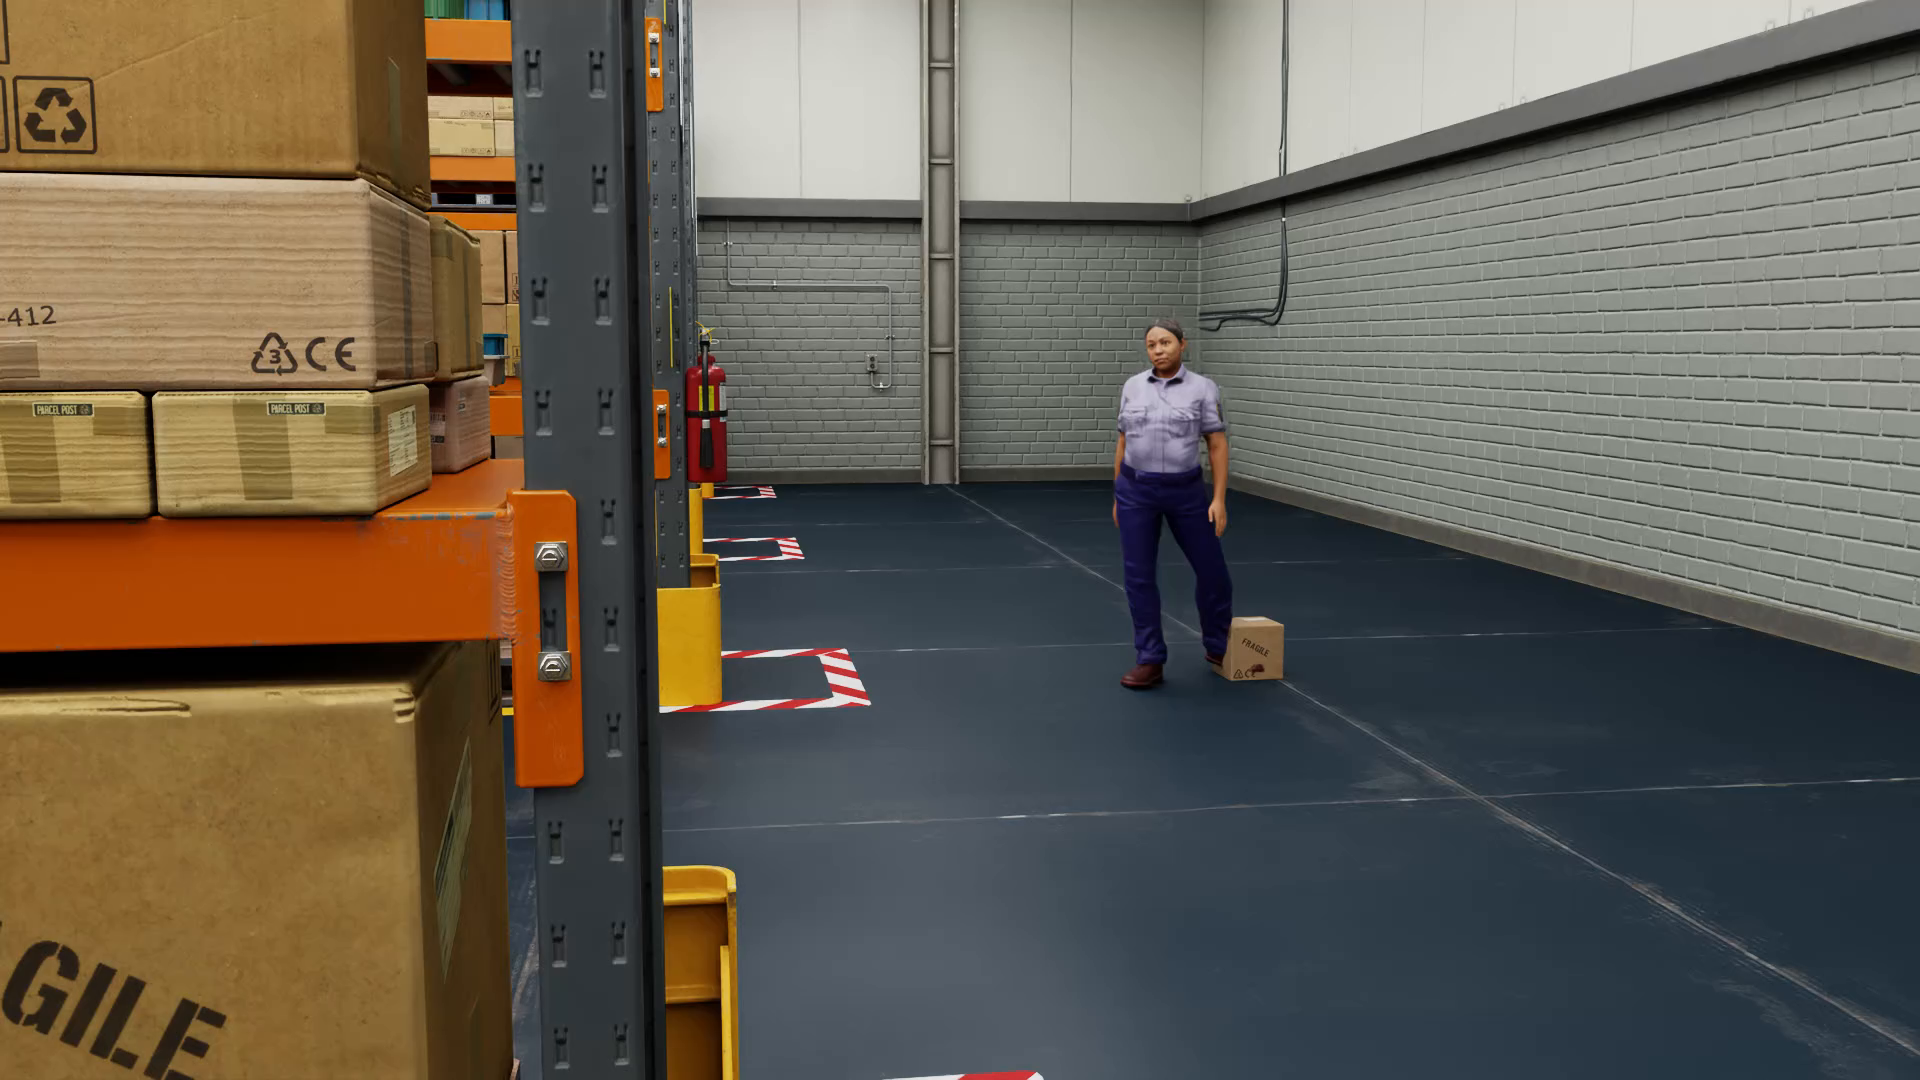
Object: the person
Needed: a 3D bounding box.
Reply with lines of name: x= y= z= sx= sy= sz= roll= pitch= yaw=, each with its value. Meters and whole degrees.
person: x=1.025 y=-0.176 z=7.430 sx=0.692 sy=1.635 sz=0.513 roll=2 pitch=7 yaw=14
